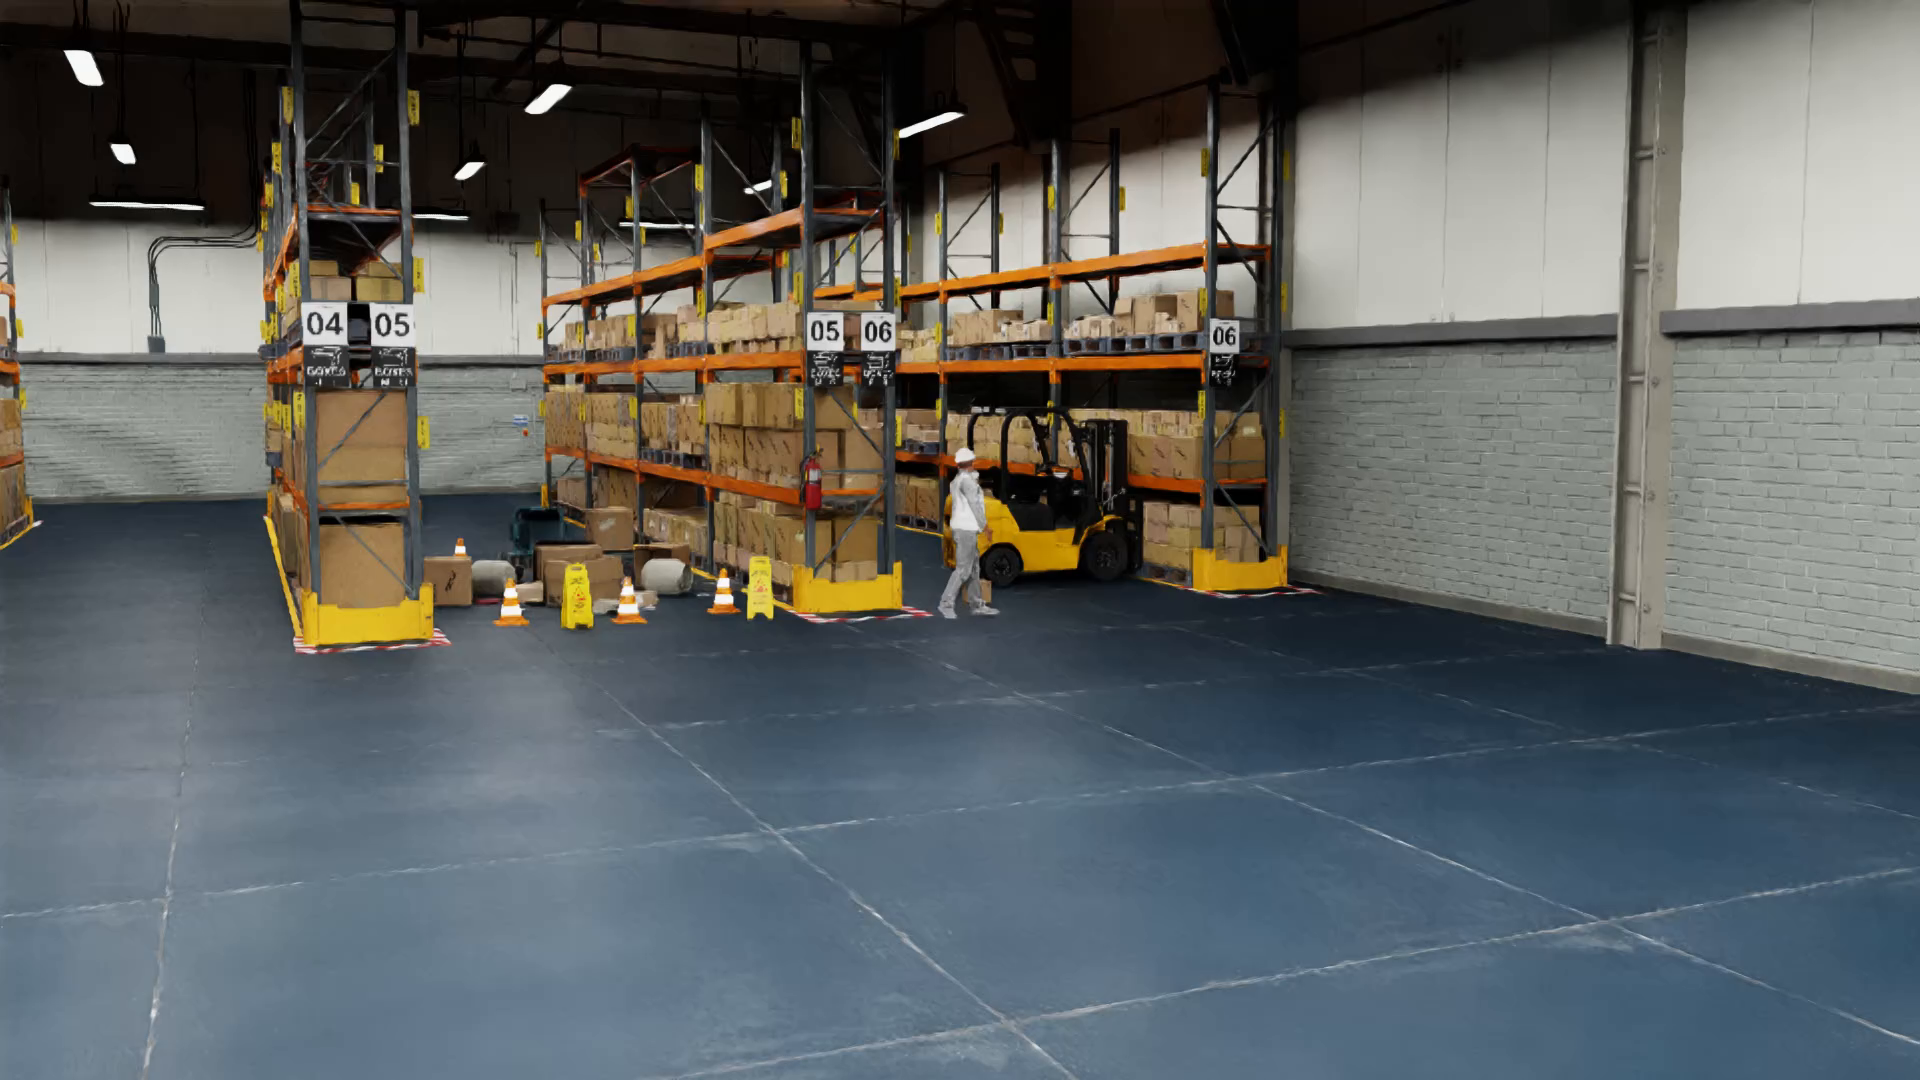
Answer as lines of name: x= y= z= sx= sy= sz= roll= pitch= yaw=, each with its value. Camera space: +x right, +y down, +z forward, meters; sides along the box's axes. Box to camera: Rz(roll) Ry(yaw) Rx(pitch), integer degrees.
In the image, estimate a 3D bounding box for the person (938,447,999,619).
person: x=0.089 y=-0.058 z=17.484 sx=0.667 sy=1.832 sz=0.556 roll=-1 pitch=5 yaw=-6
